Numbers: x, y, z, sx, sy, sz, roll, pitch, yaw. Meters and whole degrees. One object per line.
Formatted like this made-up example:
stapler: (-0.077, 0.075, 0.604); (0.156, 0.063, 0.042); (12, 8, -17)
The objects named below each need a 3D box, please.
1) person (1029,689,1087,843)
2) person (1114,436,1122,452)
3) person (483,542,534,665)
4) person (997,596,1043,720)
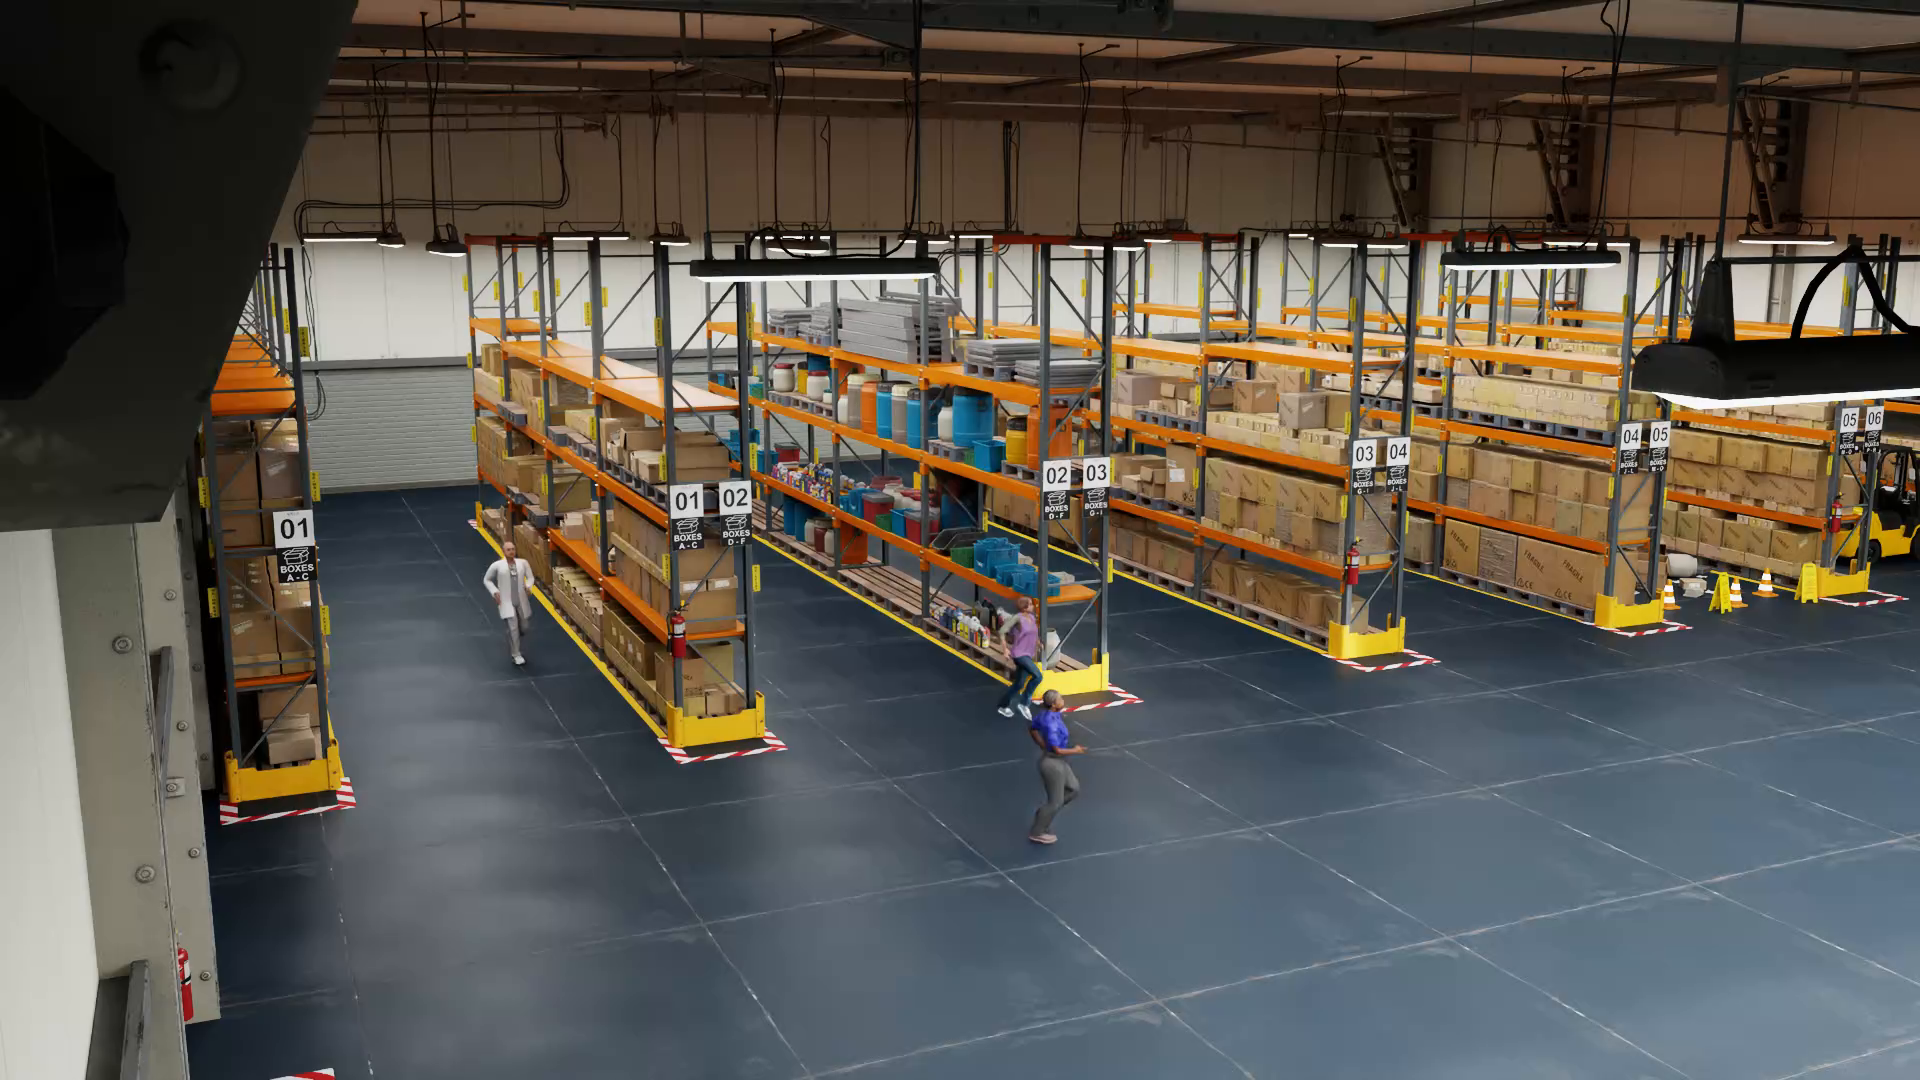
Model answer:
person: (0.997, 2.299, 16.999); (0.587, 1.619, 0.558); (-1, 11, -3)
person: (3.872, -2.569, 41.949); (0.582, 1.735, 0.775); (3, 11, 13)
person: (-6.475, 0.888, 23.988); (0.715, 1.735, 0.826); (-7, 13, -32)
person: (0.821, 1.488, 21.276); (0.622, 1.538, 0.530); (6, 13, 29)
